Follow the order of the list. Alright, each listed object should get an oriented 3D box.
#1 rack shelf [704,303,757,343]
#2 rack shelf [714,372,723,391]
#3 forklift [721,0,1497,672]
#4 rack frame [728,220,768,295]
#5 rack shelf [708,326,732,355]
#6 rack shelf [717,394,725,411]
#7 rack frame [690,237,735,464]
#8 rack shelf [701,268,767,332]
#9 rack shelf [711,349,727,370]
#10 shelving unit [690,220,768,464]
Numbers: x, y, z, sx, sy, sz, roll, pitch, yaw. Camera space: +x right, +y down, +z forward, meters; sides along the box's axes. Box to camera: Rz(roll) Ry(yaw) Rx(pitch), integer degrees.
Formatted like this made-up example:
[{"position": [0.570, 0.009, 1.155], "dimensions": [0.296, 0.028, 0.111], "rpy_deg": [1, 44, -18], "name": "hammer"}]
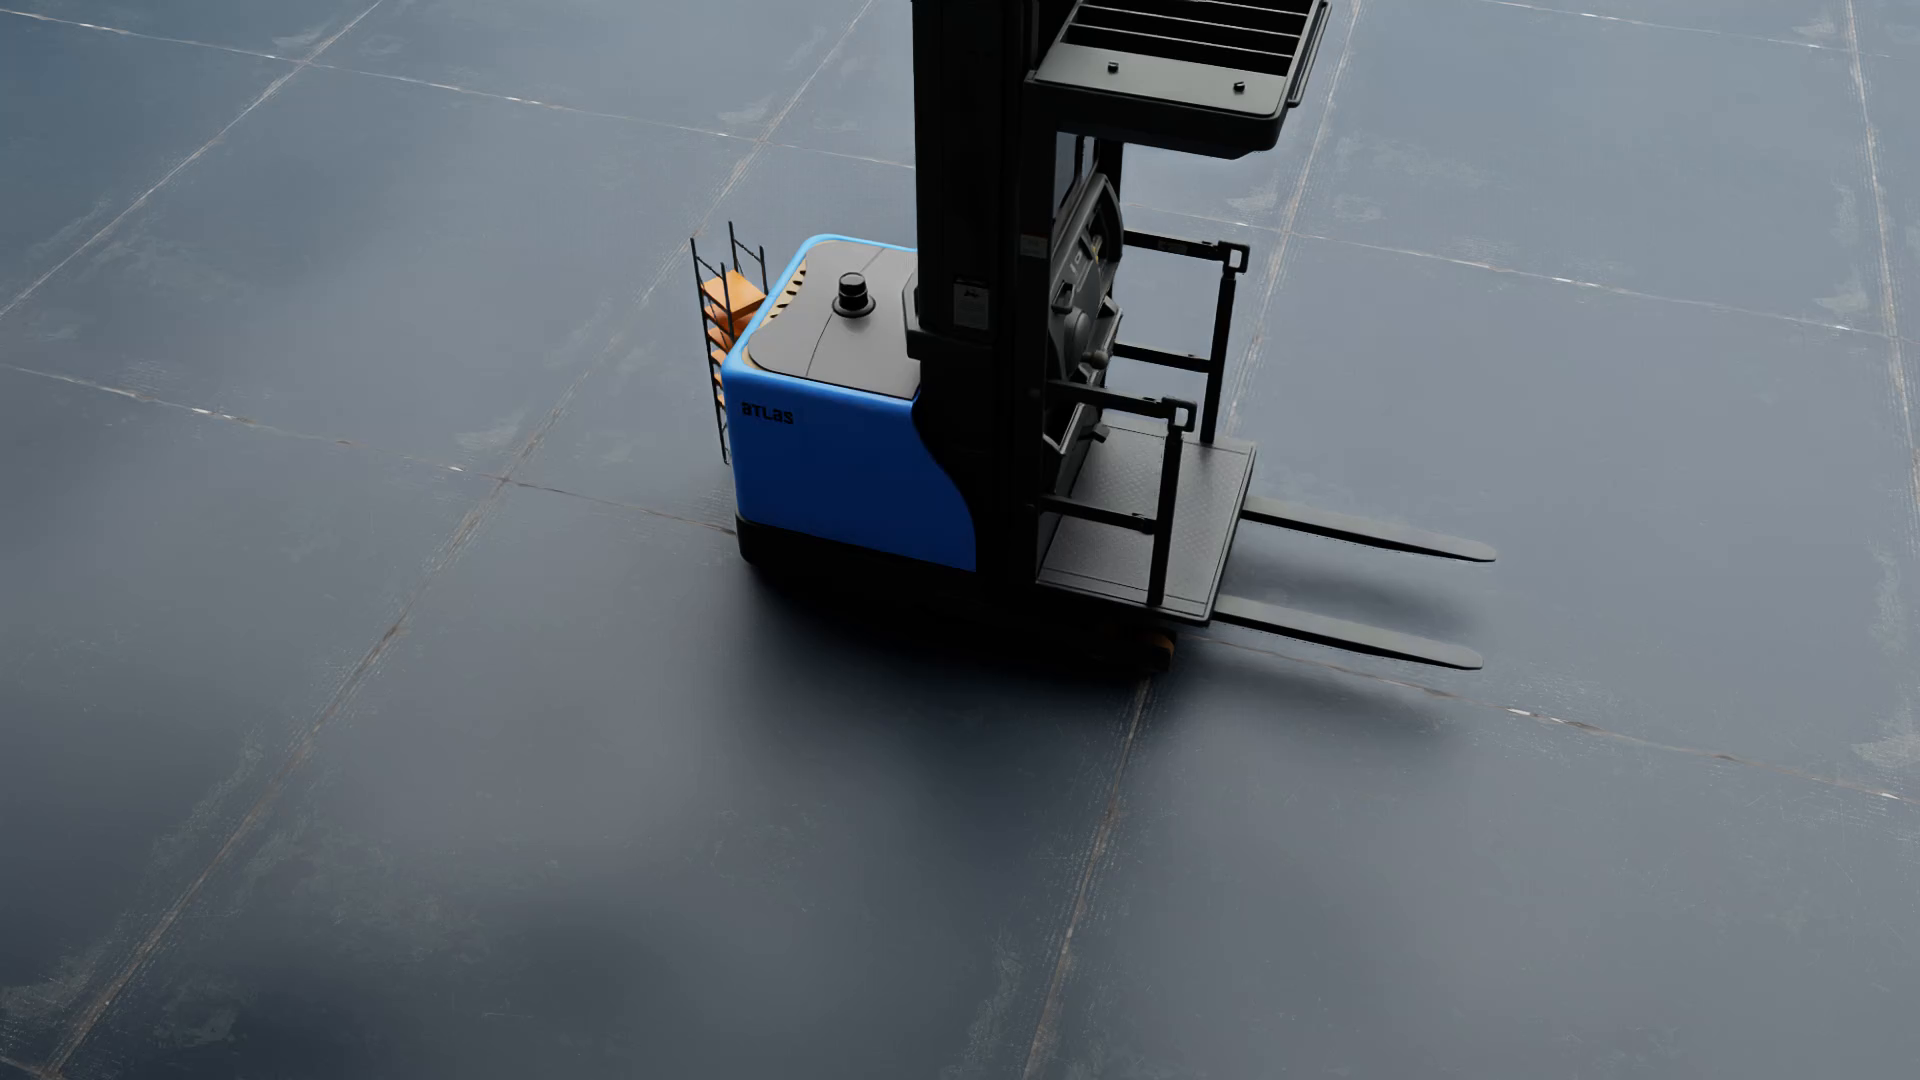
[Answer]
[{"position": [-0.930, -0.906, 6.934], "dimensions": [0.180, 0.103, 0.258], "rpy_deg": [-30, 52, -26], "name": "rack shelf"}, {"position": [-0.926, -0.653, 7.190], "dimensions": [0.180, 0.103, 0.258], "rpy_deg": [-30, 52, -26], "name": "rack shelf"}, {"position": [0.647, -0.942, 6.016], "dimensions": [3.031, 2.935, 1.130], "rpy_deg": [12, 46, 12], "name": "forklift"}, {"position": [-0.857, -0.810, 7.113], "dimensions": [0.006, 1.200, 0.240], "rpy_deg": [-30, 52, -26], "name": "rack frame"}, {"position": [-0.929, -0.822, 7.019], "dimensions": [0.180, 0.103, 0.258], "rpy_deg": [-30, 52, -26], "name": "rack shelf"}, {"position": [-0.925, -0.568, 7.275], "dimensions": [0.180, 0.103, 0.258], "rpy_deg": [-30, 52, -26], "name": "rack shelf"}, {"position": [-0.999, -0.727, 7.033], "dimensions": [0.006, 1.200, 0.240], "rpy_deg": [-30, 52, -26], "name": "rack frame"}, {"position": [-0.931, -0.991, 6.849], "dimensions": [0.180, 0.103, 0.258], "rpy_deg": [-30, 52, -26], "name": "rack shelf"}, {"position": [-0.928, -0.737, 7.105], "dimensions": [0.180, 0.103, 0.258], "rpy_deg": [-30, 52, -26], "name": "rack shelf"}, {"position": [-0.928, -0.768, 7.073], "dimensions": [0.189, 1.200, 0.258], "rpy_deg": [-30, 52, -26], "name": "shelving unit"}]
